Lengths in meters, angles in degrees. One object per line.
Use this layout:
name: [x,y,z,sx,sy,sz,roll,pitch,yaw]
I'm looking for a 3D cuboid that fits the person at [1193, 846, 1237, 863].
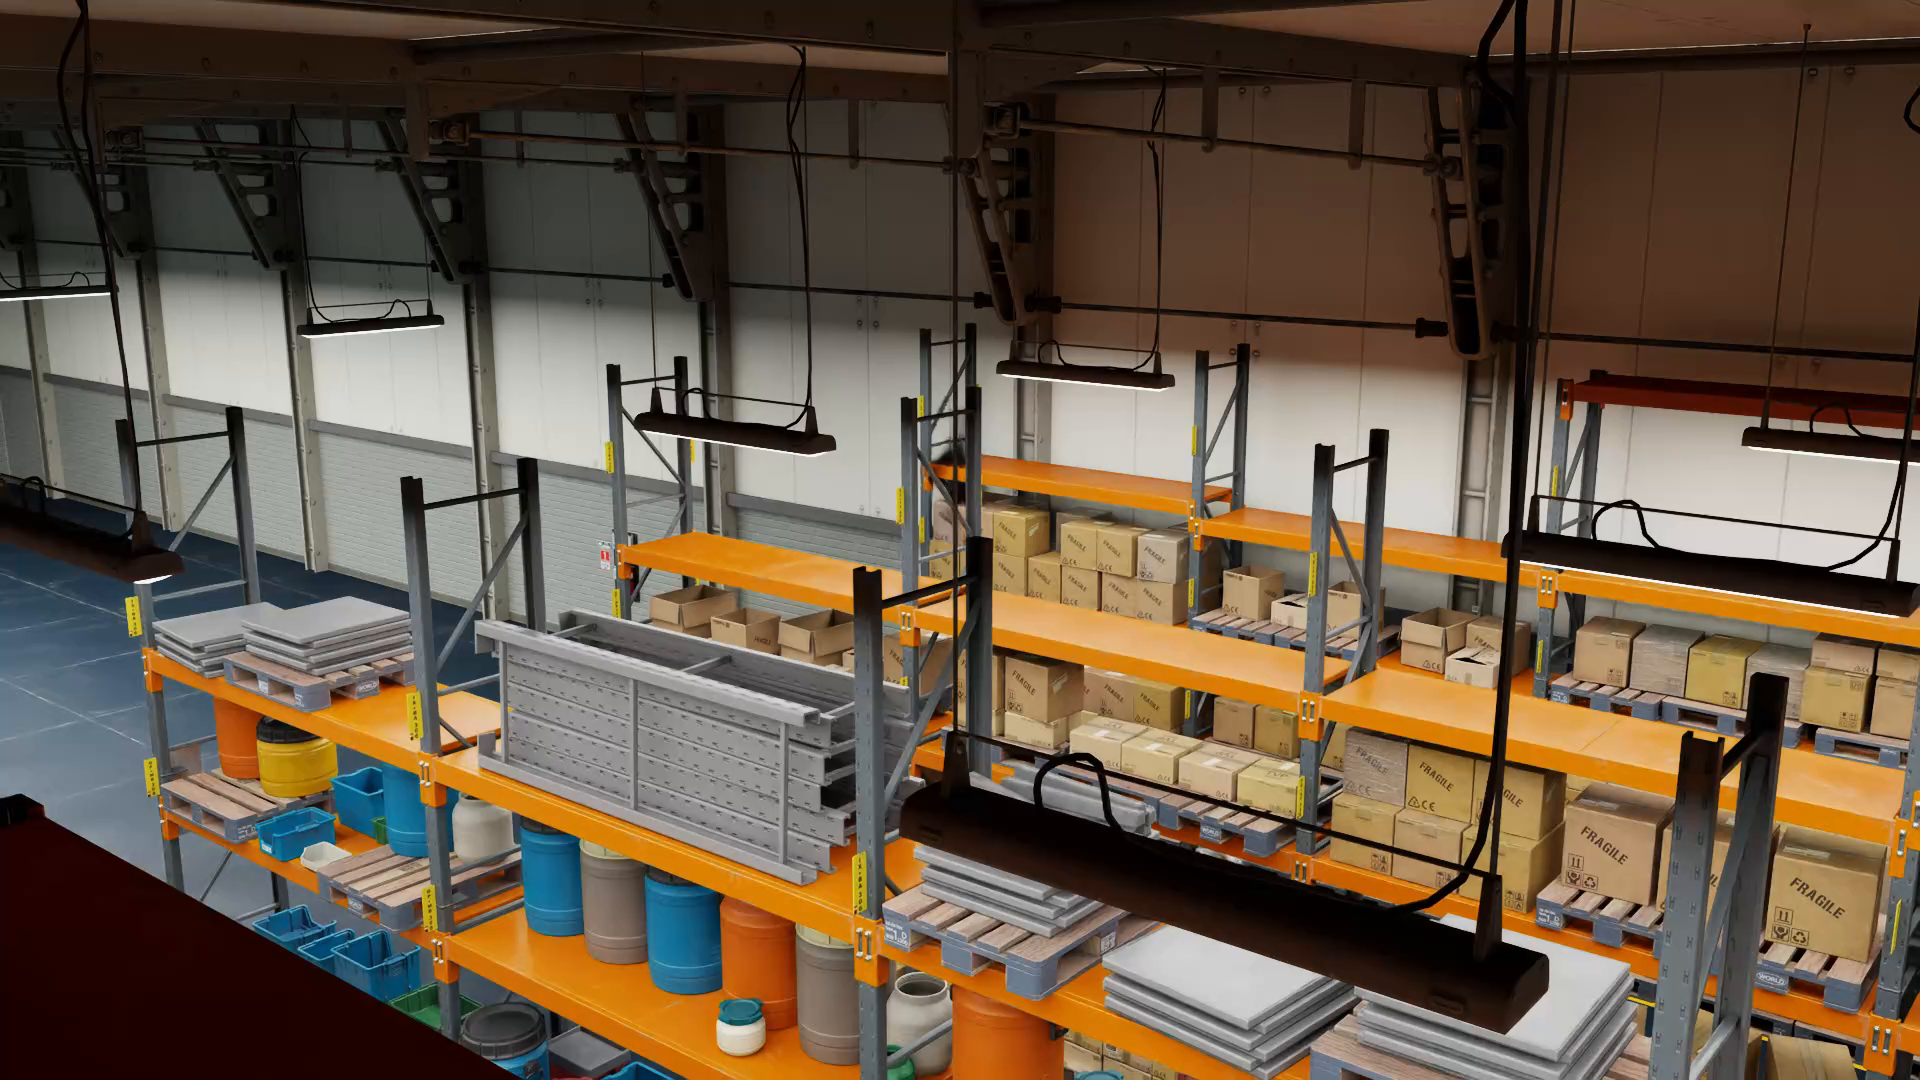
person: [2.476,3.608,16.676,0.774,1.597,0.530,10,16,39]
